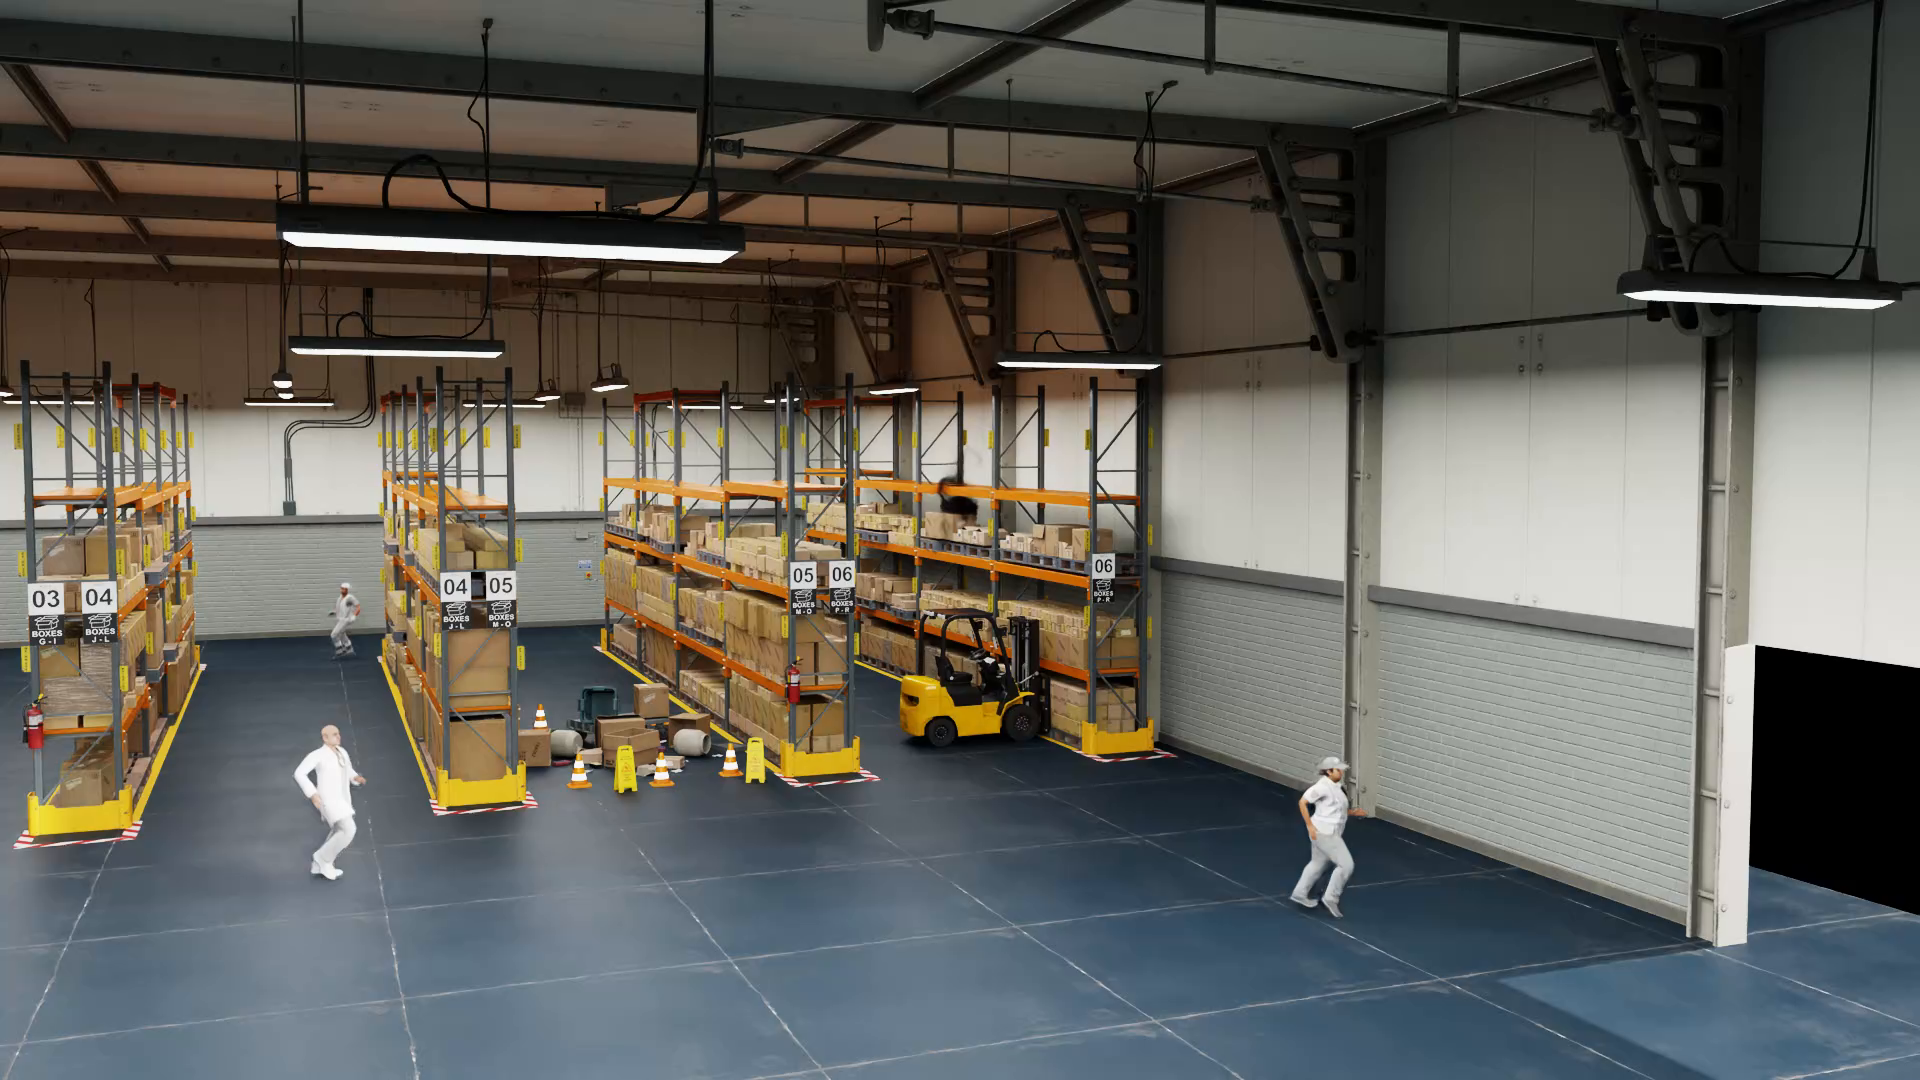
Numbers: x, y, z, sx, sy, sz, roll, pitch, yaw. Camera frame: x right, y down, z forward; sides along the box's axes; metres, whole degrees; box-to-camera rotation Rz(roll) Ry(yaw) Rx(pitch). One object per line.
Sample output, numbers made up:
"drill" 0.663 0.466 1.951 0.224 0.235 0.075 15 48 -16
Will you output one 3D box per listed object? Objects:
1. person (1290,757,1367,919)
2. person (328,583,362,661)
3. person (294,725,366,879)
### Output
"person" 3.877 3.127 17.522 0.796 1.705 0.570 1 4 22
"person" -14.016 1.857 37.847 0.717 1.787 0.672 3 5 43
"person" -7.094 3.023 18.916 0.705 1.661 0.695 1 4 11
